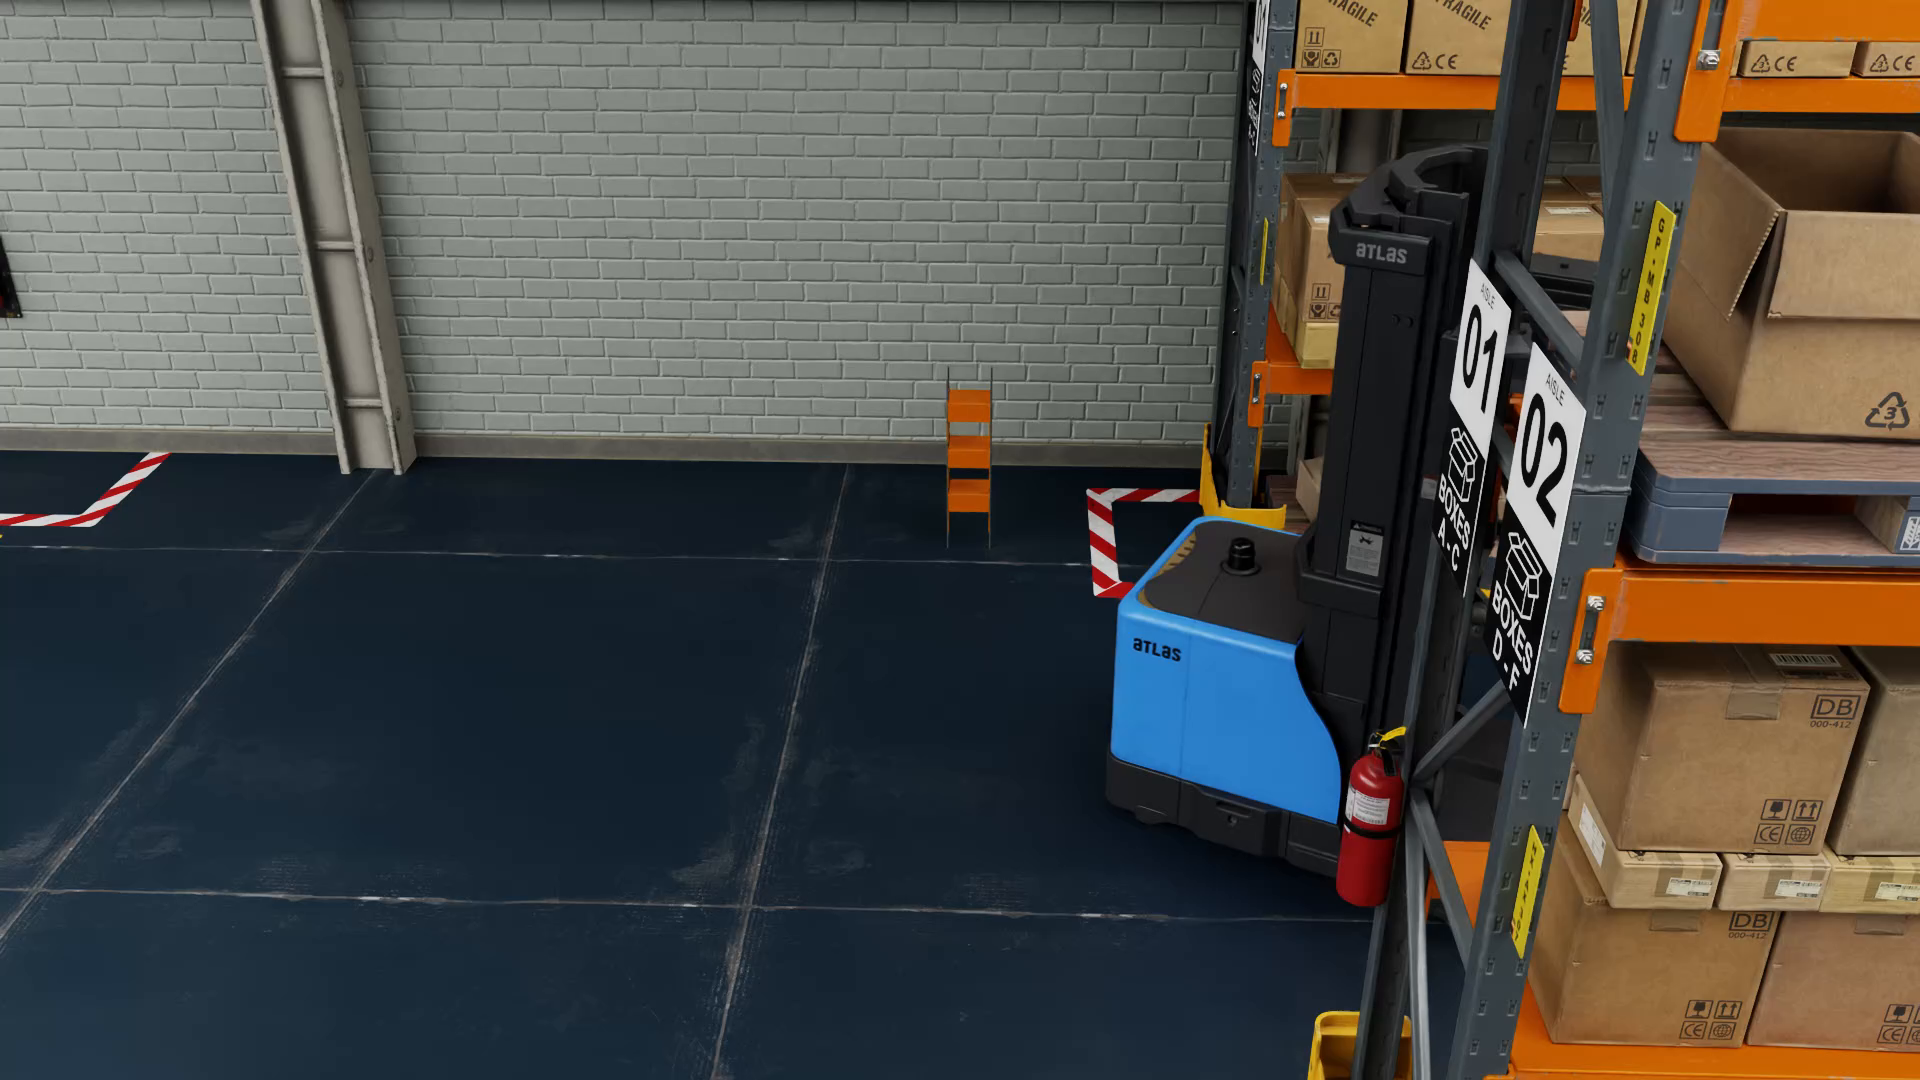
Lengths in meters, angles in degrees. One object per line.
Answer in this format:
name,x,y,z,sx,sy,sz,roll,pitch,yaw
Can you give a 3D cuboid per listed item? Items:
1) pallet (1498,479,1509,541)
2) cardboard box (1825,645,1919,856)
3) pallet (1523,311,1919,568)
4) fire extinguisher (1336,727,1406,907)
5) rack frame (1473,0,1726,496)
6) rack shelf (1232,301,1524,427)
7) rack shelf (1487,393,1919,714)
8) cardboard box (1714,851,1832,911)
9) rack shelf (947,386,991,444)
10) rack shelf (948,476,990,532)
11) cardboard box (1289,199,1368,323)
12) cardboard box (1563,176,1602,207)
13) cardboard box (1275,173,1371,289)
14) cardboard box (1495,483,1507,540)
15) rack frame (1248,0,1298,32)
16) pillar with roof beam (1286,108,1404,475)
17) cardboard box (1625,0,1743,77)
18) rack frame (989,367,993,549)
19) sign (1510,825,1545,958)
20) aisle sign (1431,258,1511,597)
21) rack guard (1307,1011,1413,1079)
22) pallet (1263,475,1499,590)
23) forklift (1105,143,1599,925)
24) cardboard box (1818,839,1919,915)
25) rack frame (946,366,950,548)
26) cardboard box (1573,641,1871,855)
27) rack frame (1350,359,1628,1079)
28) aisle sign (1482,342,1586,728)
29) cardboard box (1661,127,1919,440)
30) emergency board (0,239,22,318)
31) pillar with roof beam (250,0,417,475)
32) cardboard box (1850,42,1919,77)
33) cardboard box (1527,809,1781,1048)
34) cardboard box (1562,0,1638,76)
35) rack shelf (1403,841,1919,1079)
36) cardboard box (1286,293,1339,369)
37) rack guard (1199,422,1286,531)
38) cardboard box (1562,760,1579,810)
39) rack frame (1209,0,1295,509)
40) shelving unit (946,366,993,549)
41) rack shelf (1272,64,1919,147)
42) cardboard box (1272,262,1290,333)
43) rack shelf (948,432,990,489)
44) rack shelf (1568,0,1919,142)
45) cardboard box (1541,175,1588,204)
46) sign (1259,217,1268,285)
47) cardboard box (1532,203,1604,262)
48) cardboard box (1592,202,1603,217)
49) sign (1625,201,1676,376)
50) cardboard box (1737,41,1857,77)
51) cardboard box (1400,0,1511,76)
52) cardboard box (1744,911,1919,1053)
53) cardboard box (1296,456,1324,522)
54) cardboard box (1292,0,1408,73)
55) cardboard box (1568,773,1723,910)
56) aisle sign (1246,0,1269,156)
pallet,3.648,-0.037,9.595,1.213,0.211,1.003,1,28,2
cardboard box,2.419,0.400,4.301,0.500,0.500,0.700,0,28,0
pallet,2.080,-0.266,3.941,1.213,0.211,1.003,1,28,2
fire extinguisher,1.272,0.811,5.099,0.183,0.674,0.296,1,28,2
rack frame,1.374,-1.654,3.262,0.127,3.000,1.000,1,28,2
rack shelf,3.544,-0.971,9.148,4.000,0.370,1.077,1,28,2
rack shelf,3.373,0.022,4.071,4.000,0.370,1.077,1,28,2
cardboard box,2.023,0.776,4.284,0.250,0.149,0.380,0,28,0
rack shelf,0.053,-0.704,9.374,0.240,0.259,0.215,1,28,2
rack shelf,0.053,-0.208,9.638,0.240,0.259,0.215,1,28,2
cardboard box,2.012,-1.448,8.616,0.500,0.500,0.500,1,28,2
cardboard box,3.547,-1.660,9.017,0.500,0.500,0.500,1,28,2
cardboard box,2.024,-1.688,9.069,0.500,0.500,0.500,1,28,1
cardboard box,2.803,-0.266,9.449,0.500,0.311,0.500,3,28,6
rack frame,1.545,-3.973,7.636,0.127,3.000,1.000,1,28,2
pillar with roof beam,2.123,-2.351,4.577,0.400,9.000,9.100,1,28,2
cardboard box,3.461,-2.547,8.021,0.500,0.500,0.500,3,28,5
rack frame,0.175,-0.461,9.499,0.008,1.050,0.200,1,28,2
sign,1.349,0.839,3.956,0.005,0.325,0.100,1,28,2
aisle sign,1.319,-0.291,4.320,0.004,0.787,0.394,1,28,2
rack guard,1.350,2.101,5.254,0.348,0.500,1.175,1,28,2
pallet,2.432,-0.059,9.636,1.213,0.211,1.003,1,28,2
forklift,2.195,0.044,6.538,3.031,2.935,1.130,14,31,24
cardboard box,2.272,0.781,4.275,0.250,0.149,0.380,1,28,2
rack frame,-0.068,-0.465,9.506,0.008,1.050,0.200,1,28,2
cardboard box,1.893,0.394,4.313,0.500,0.500,0.700,1,28,2
rack frame,1.374,0.997,4.667,0.127,3.000,1.000,1,28,2
aisle sign,1.298,-0.010,3.790,0.004,0.787,0.394,1,28,2
cardboard box,1.948,-0.610,3.788,0.637,0.503,0.797,3,28,5
emergency board,-6.189,-1.873,10.081,0.643,1.169,0.194,1,28,2
pillar with roof beam,-3.873,-2.450,4.764,0.400,9.000,9.100,1,28,2
cardboard box,4.524,-2.541,8.011,0.500,0.500,0.500,-1,28,-3
cardboard box,1.840,0.966,4.618,0.500,0.500,0.700,1,28,2
cardboard box,2.925,-2.546,8.019,0.500,0.500,0.500,2,28,4
rack shelf,3.373,1.347,4.774,4.000,0.370,1.077,1,28,2
cardboard box,2.022,-1.108,8.776,0.500,0.250,0.500,0,28,0
rack guard,1.621,-0.217,9.625,0.348,0.500,1.175,1,28,2
cardboard box,1.763,0.583,4.648,0.250,0.149,0.380,0,28,1
rack frame,1.545,-1.322,9.042,0.127,3.000,1.000,1,28,2
shelving unit,0.053,-0.463,9.502,0.252,1.050,0.215,1,28,2
rack shelf,3.544,-2.297,8.445,4.000,0.370,1.077,1,28,2
cardboard box,2.019,-1.348,9.229,0.500,0.250,0.500,1,28,3
rack shelf,0.053,-0.454,9.507,0.240,0.259,0.215,1,28,2
rack shelf,3.373,-1.126,3.462,4.000,0.370,1.077,1,28,2
cardboard box,3.043,-1.668,9.033,0.500,0.500,0.500,0,28,0
sign,1.526,-1.451,8.360,0.005,0.325,0.100,1,28,2
cardboard box,3.021,-1.423,8.570,0.500,0.500,0.500,0,28,0
cardboard box,3.538,-1.420,8.565,0.500,0.500,0.500,2,28,3
sign,1.349,-0.490,3.252,0.005,0.325,0.100,1,28,2
cardboard box,3.969,-2.533,7.995,0.500,0.500,0.500,0,28,0
cardboard box,2.406,-2.552,8.031,0.500,0.500,0.500,3,28,5
cardboard box,2.365,0.973,4.606,0.500,0.500,0.700,2,28,3
cardboard box,2.234,-0.275,9.467,0.500,0.311,0.500,-2,28,-4
cardboard box,1.871,-2.578,8.080,0.500,0.500,0.500,2,28,3
cardboard box,1.759,0.773,4.290,0.250,0.149,0.380,1,28,1
aisle sign,1.463,-2.332,8.170,0.004,0.787,0.394,1,28,2
